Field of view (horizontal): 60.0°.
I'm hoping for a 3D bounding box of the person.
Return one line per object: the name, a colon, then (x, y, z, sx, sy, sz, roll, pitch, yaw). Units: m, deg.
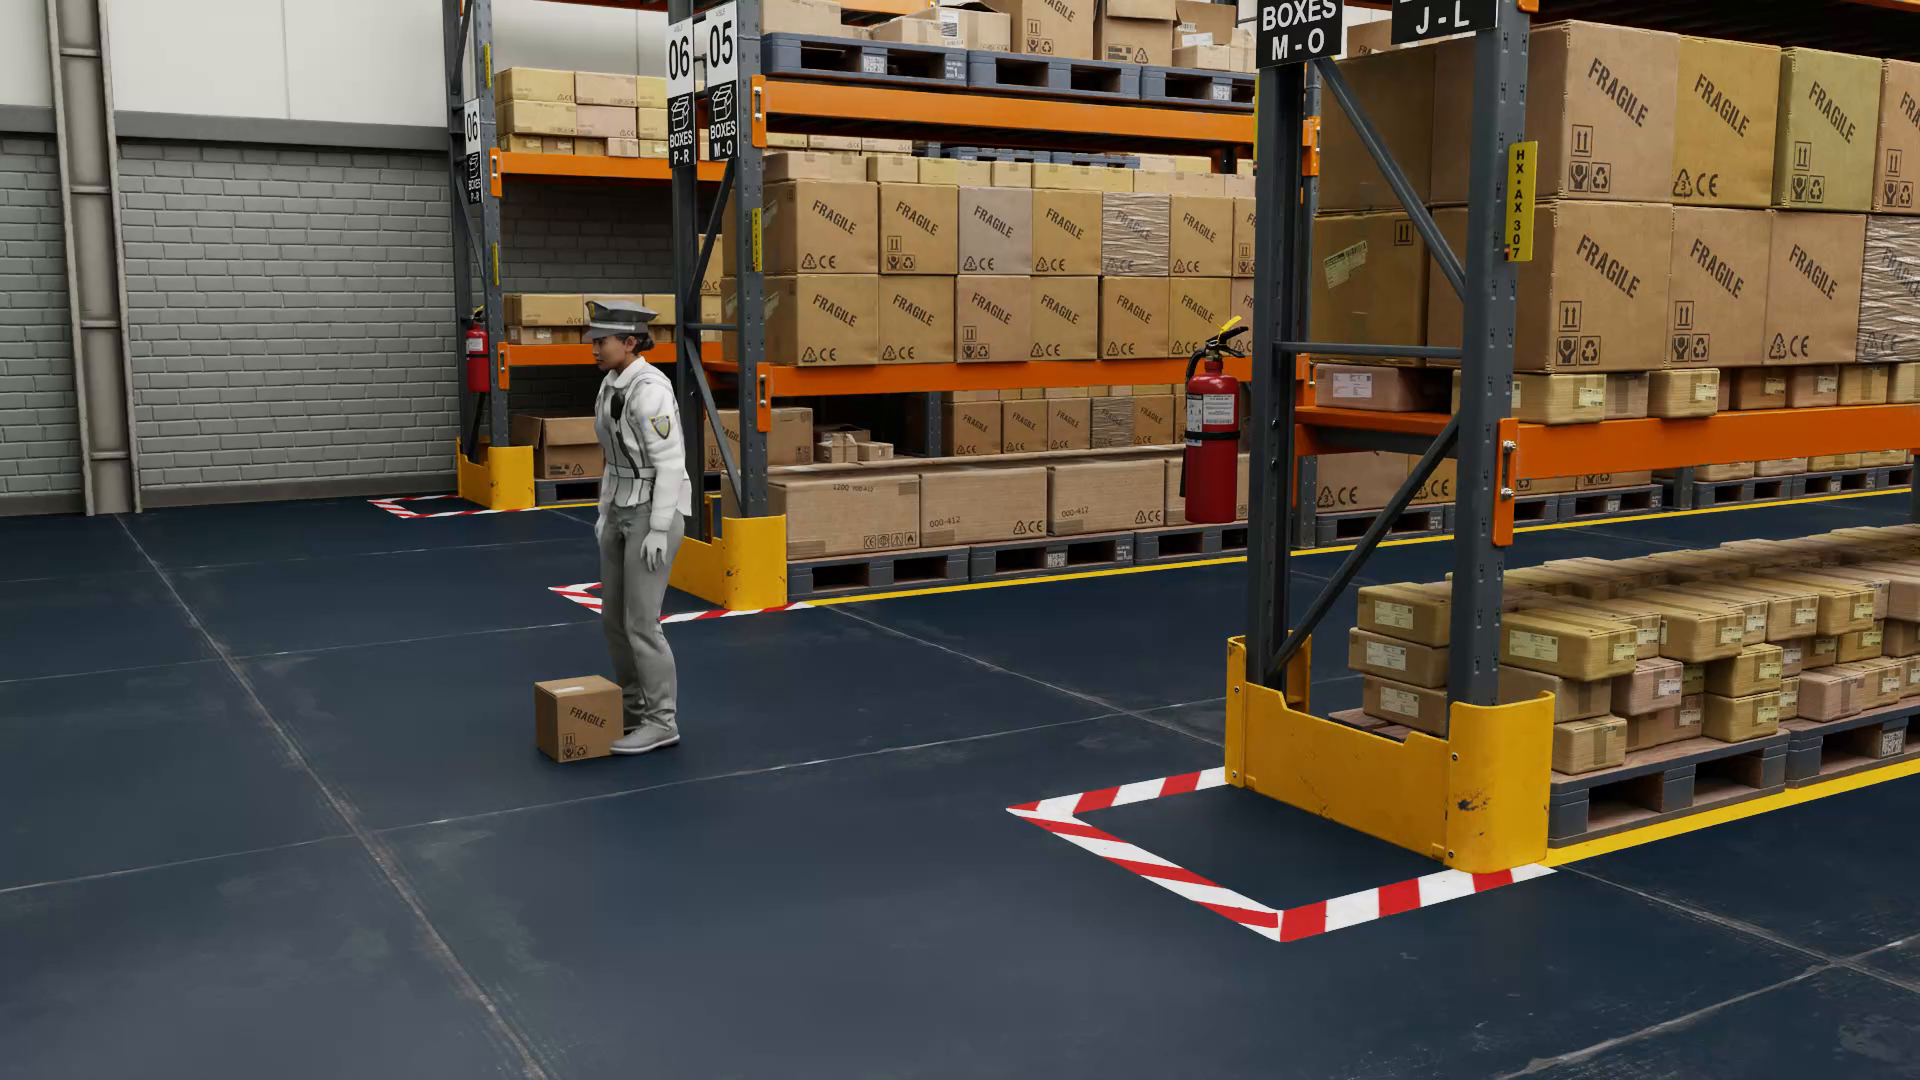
person: (-1.208, -0.055, 6.202, 0.374, 1.661, 0.538, -6, 10, -34)
